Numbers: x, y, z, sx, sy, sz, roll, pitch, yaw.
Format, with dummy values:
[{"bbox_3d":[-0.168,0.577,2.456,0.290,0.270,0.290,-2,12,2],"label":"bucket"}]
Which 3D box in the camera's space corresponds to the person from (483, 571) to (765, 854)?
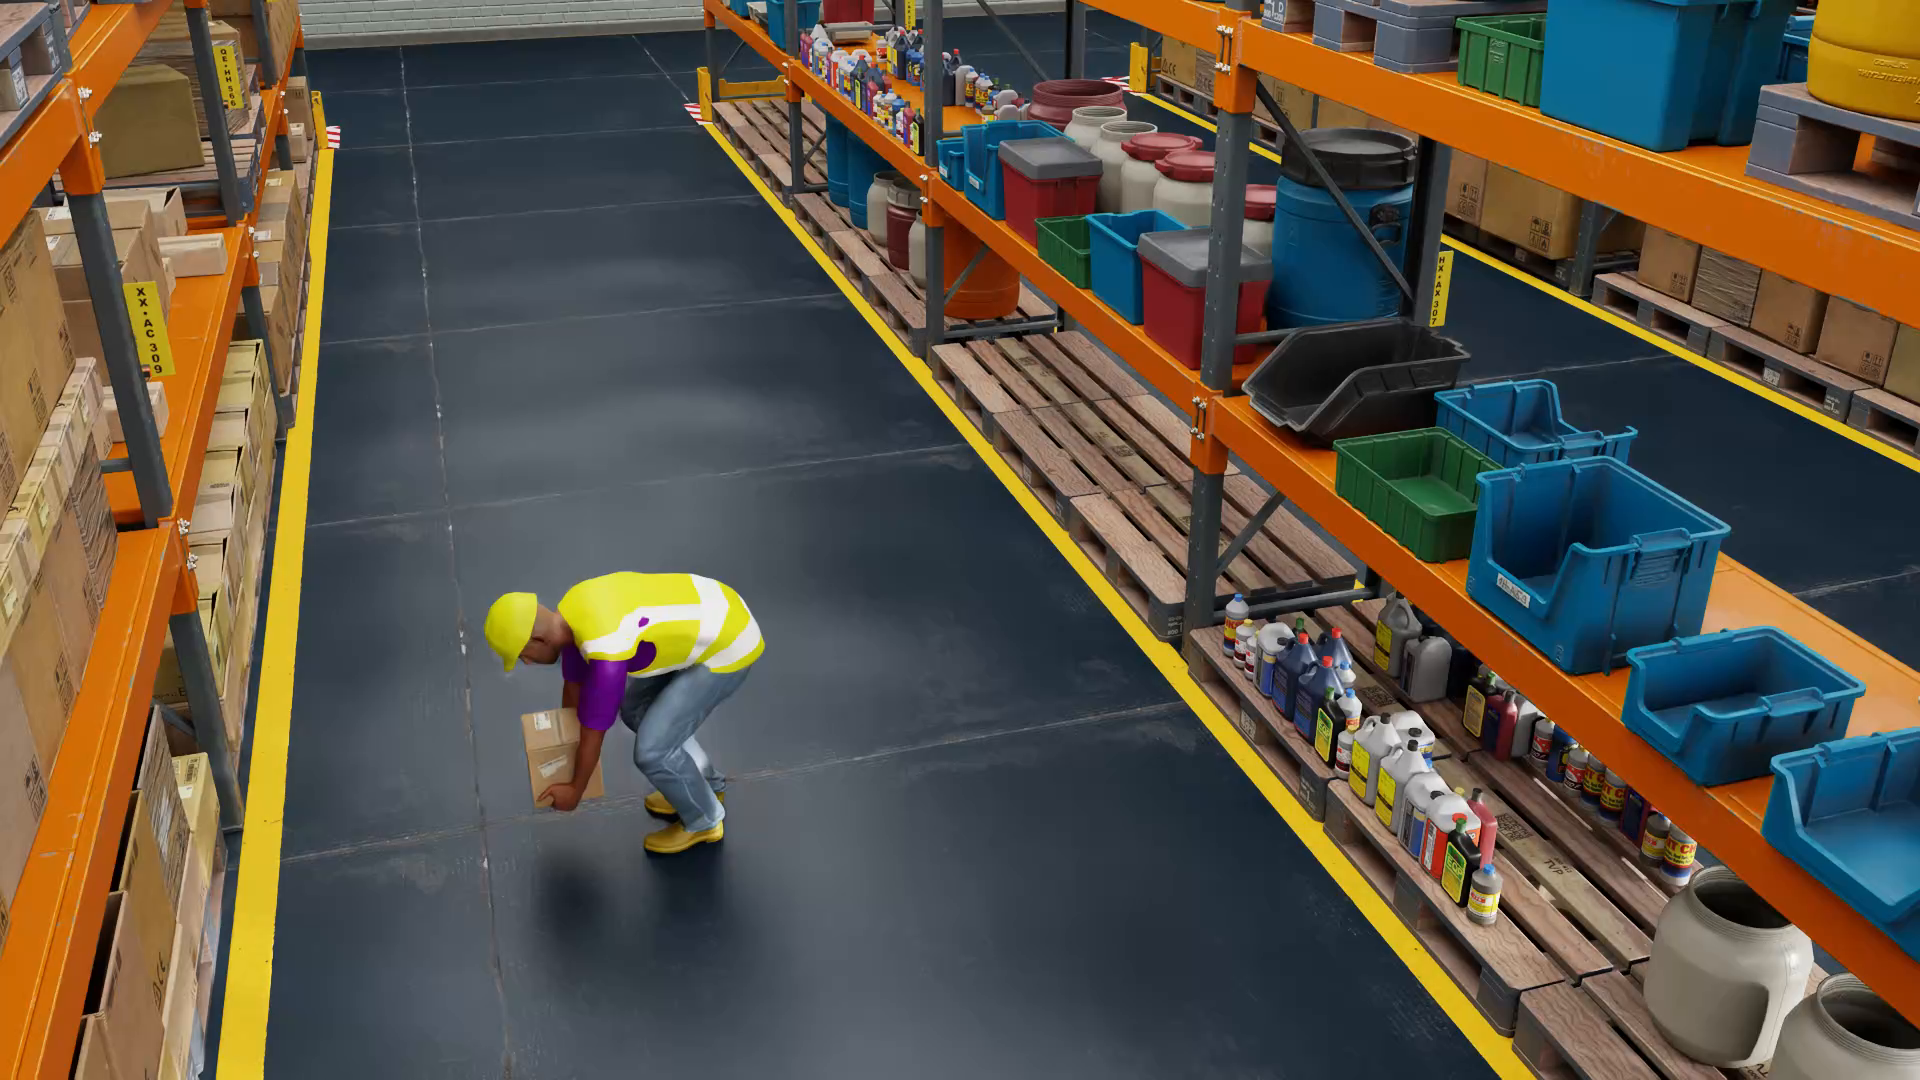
[{"bbox_3d":[-1.189,0.622,6.068,0.963,1.105,0.515,-10,28,-19],"label":"person"}]
